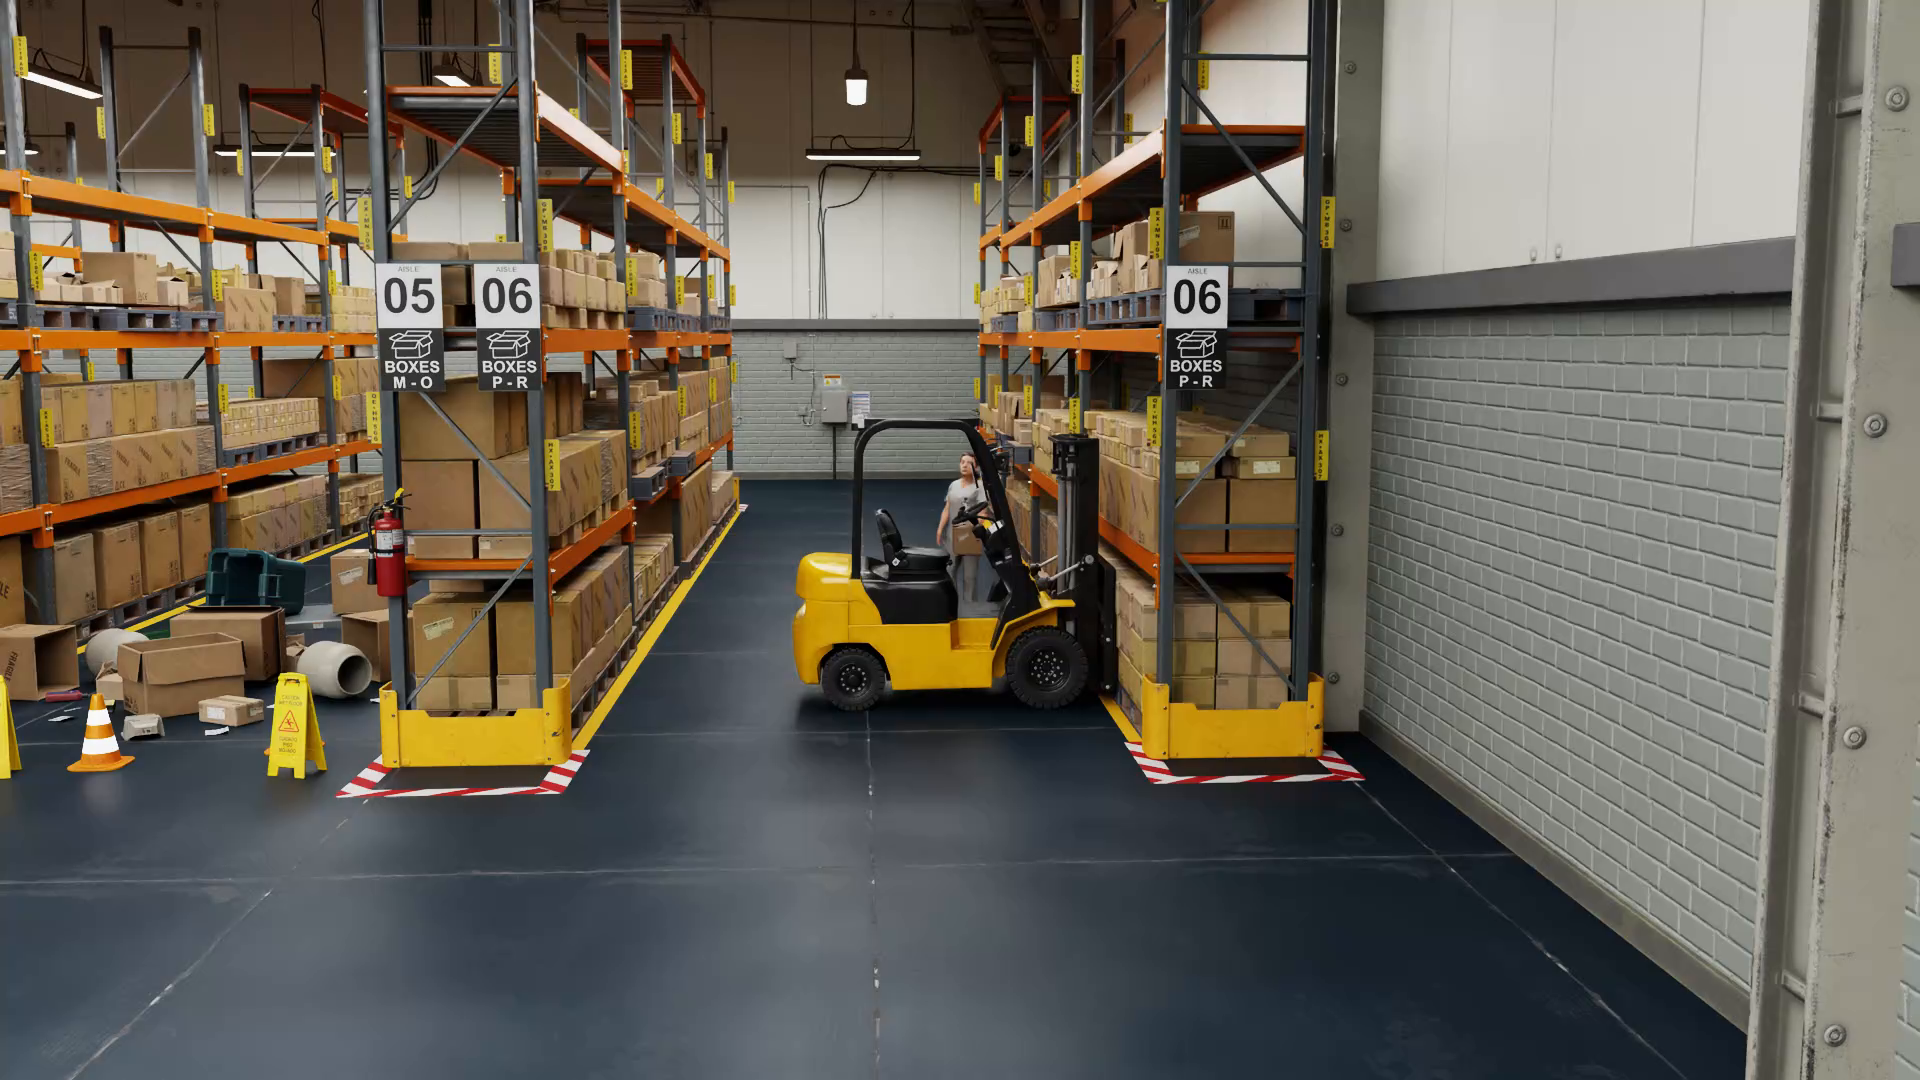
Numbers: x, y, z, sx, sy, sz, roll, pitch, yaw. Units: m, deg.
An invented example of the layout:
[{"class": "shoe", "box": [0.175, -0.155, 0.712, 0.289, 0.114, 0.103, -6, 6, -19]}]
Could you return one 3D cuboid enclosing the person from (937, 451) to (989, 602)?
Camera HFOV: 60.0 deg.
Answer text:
[{"class": "person", "box": [0.026, 0.012, 15.685, 0.484, 1.658, 0.519, 4, 8, 30]}]
